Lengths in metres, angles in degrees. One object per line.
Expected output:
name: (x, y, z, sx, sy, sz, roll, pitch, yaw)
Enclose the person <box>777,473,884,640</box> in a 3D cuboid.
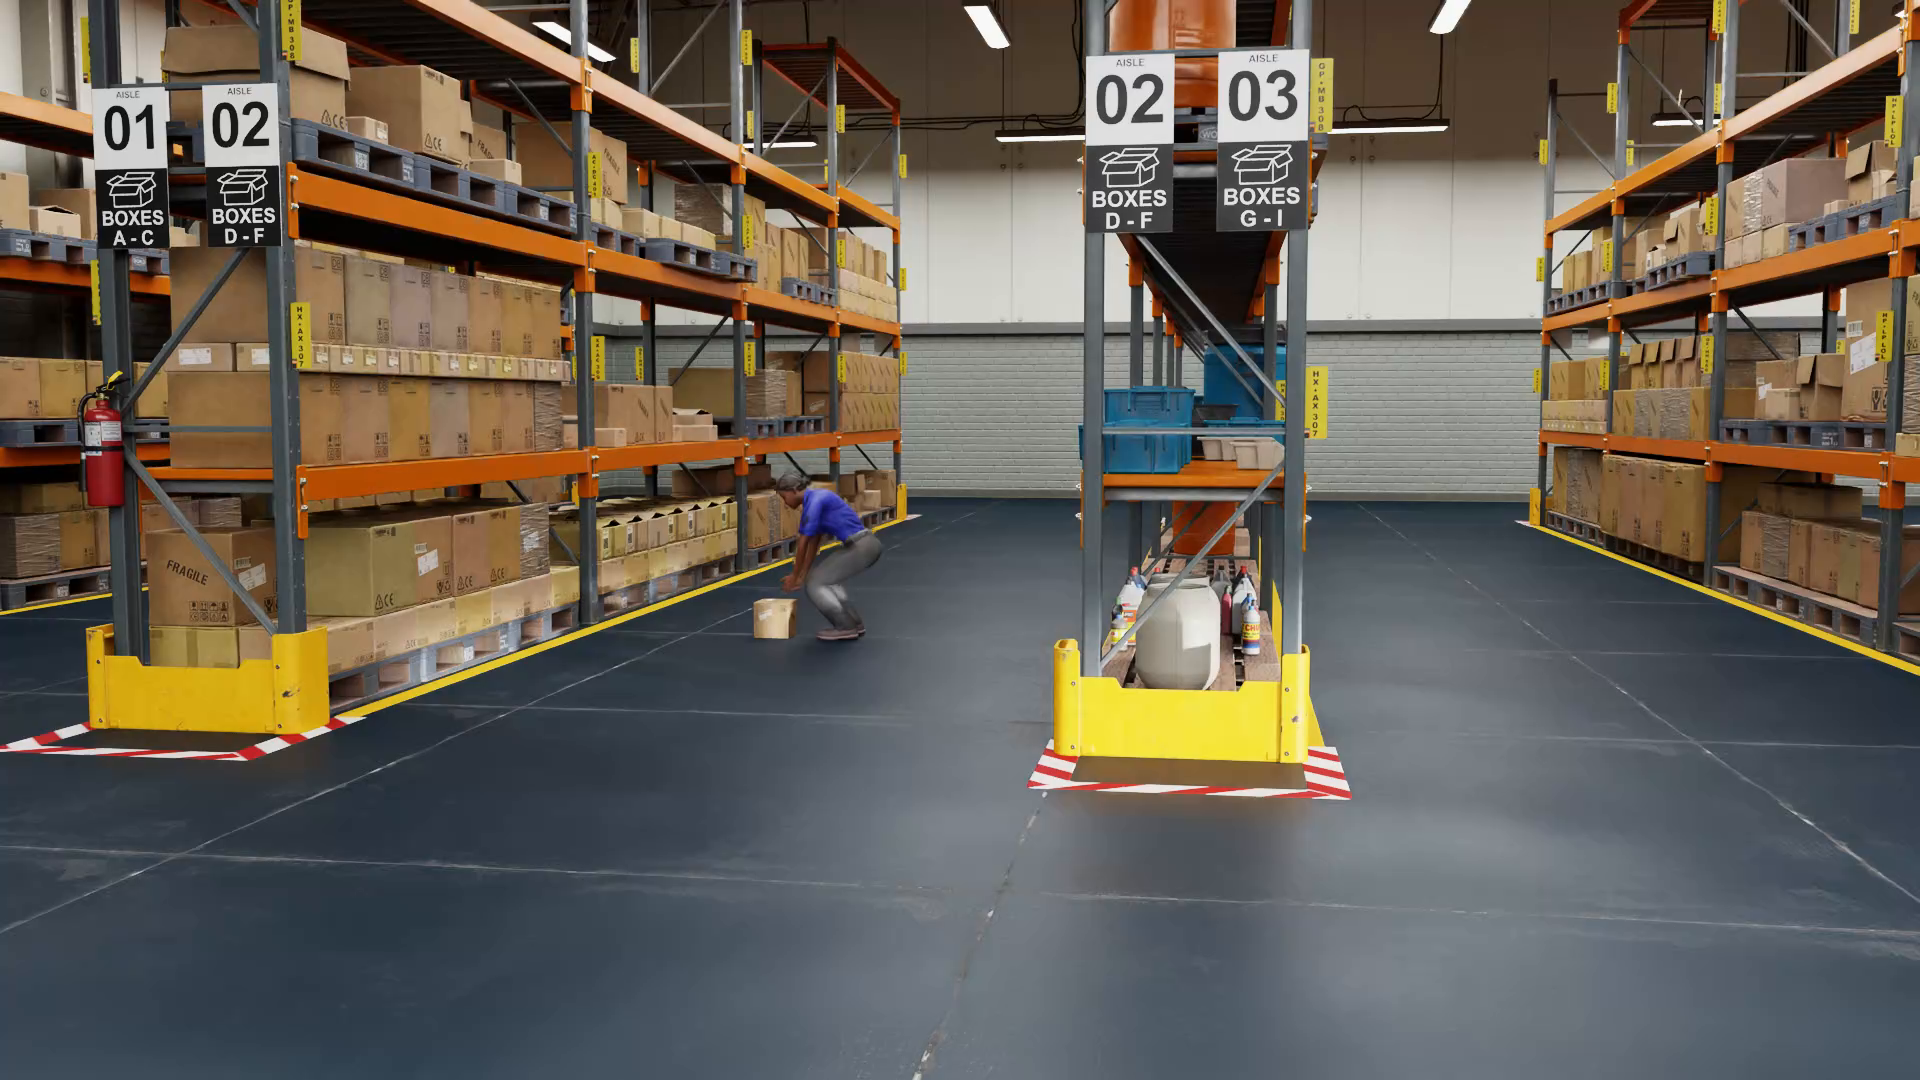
person: (-0.915, 0.113, 11.667, 0.731, 1.162, 0.501, 1, 5, 9)
